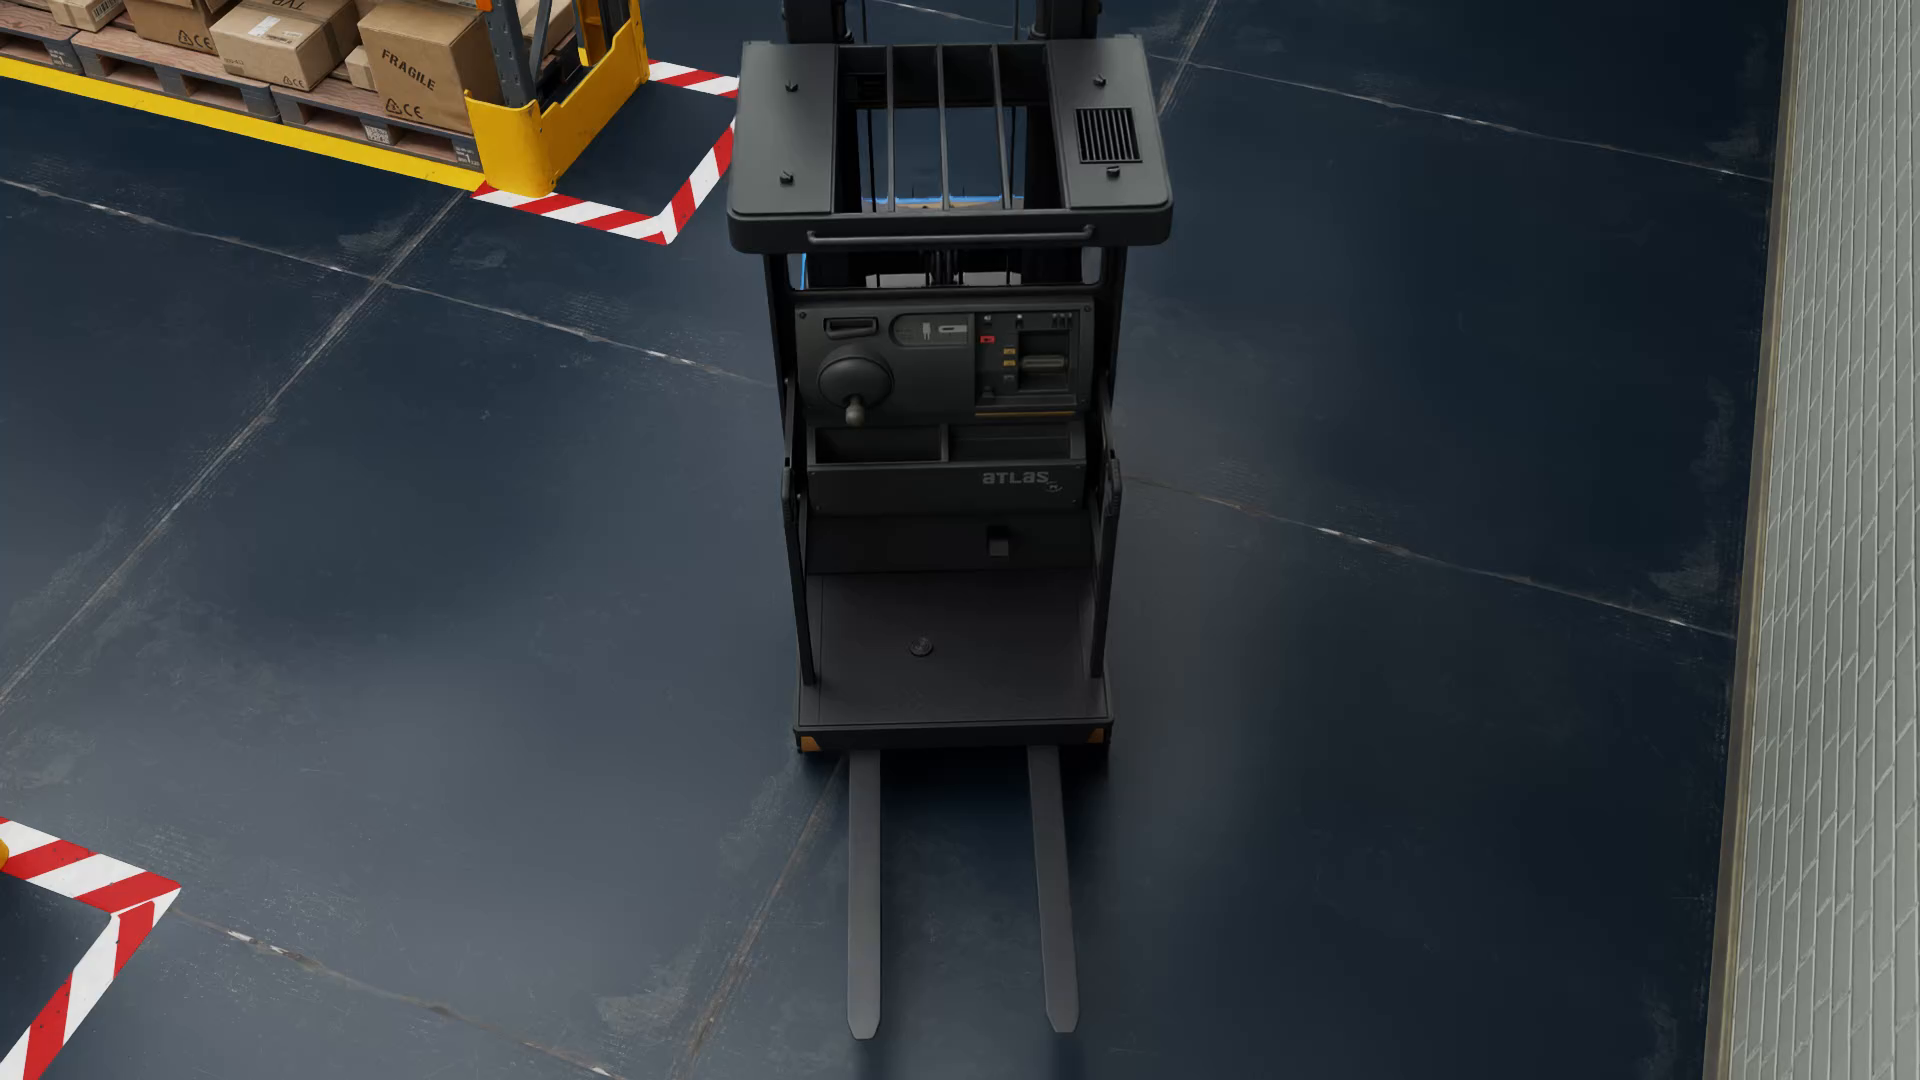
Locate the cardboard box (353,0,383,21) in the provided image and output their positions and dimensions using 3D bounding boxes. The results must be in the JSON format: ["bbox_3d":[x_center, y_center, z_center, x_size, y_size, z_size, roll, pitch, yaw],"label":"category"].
[{"bbox_3d":[-2.781,-2.781,8.570,0.500,0.250,0.500,16,51,13],"label":"cardboard box"}]

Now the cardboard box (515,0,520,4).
[{"bbox_3d":[-2.408,-2.698,8.553,0.250,0.166,0.380,16,51,13],"label":"cardboard box"}]

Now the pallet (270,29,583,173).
[{"bbox_3d":[-2.720,-2.377,8.538,1.213,0.211,1.003,16,51,13],"label":"pallet"}]

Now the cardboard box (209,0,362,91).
[{"bbox_3d":[-3.376,-2.544,8.365,0.500,0.250,0.500,16,51,13],"label":"cardboard box"}]

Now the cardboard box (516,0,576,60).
[{"bbox_3d":[-2.174,-2.626,8.503,0.250,0.149,0.380,16,51,13],"label":"cardboard box"}]

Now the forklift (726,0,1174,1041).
[{"bbox_3d":[-0.036,-0.458,5.074,1.130,2.935,3.031,-1,49,-1],"label":"forklift"}]

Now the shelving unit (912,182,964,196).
[{"bbox_3d":[-0.085,-1.049,6.930,0.210,0.900,0.258,-1,49,-1],"label":"shelving unit"}]

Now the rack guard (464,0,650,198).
[{"bbox_3d":[-1.971,-2.264,8.248,0.348,0.500,1.175,16,51,13],"label":"rack guard"}]

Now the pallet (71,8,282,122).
[{"bbox_3d":[-3.860,-2.698,8.815,1.213,0.211,1.003,16,51,13],"label":"pallet"}]

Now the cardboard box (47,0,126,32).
[{"bbox_3d":[-4.519,-2.844,8.680,0.250,0.166,0.380,16,51,13],"label":"cardboard box"}]

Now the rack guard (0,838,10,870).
[{"bbox_3d":[-3.593,1.263,5.191,0.348,0.500,1.175,16,51,13],"label":"rack guard"}]

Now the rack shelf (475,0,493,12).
[{"bbox_3d":[-3.776,-3.351,8.012,4.000,0.370,1.077,16,51,13],"label":"rack shelf"}]

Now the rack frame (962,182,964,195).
[{"bbox_3d":[0.017,-1.051,6.932,0.006,0.900,0.240,-1,49,-1],"label":"rack frame"}]

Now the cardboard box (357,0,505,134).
[{"bbox_3d":[-2.495,-2.356,8.036,0.500,0.500,0.500,16,51,13],"label":"cardboard box"}]

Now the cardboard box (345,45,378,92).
[{"bbox_3d":[-2.844,-2.416,8.310,0.250,0.166,0.380,16,51,13],"label":"cardboard box"}]

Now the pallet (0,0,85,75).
[{"bbox_3d":[-5.008,-3.016,9.091,1.213,0.211,1.003,16,51,13],"label":"pallet"}]

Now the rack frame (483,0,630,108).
[{"bbox_3d":[-1.900,-3.063,7.286,0.127,3.000,1.000,16,51,13],"label":"rack frame"}]

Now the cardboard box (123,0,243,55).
[{"bbox_3d":[-3.888,-2.948,8.548,0.637,0.503,0.797,16,51,13],"label":"cardboard box"}]

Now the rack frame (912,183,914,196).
[{"bbox_3d":[-0.186,-1.046,6.928,0.006,0.900,0.240,-1,49,-1],"label":"rack frame"}]
